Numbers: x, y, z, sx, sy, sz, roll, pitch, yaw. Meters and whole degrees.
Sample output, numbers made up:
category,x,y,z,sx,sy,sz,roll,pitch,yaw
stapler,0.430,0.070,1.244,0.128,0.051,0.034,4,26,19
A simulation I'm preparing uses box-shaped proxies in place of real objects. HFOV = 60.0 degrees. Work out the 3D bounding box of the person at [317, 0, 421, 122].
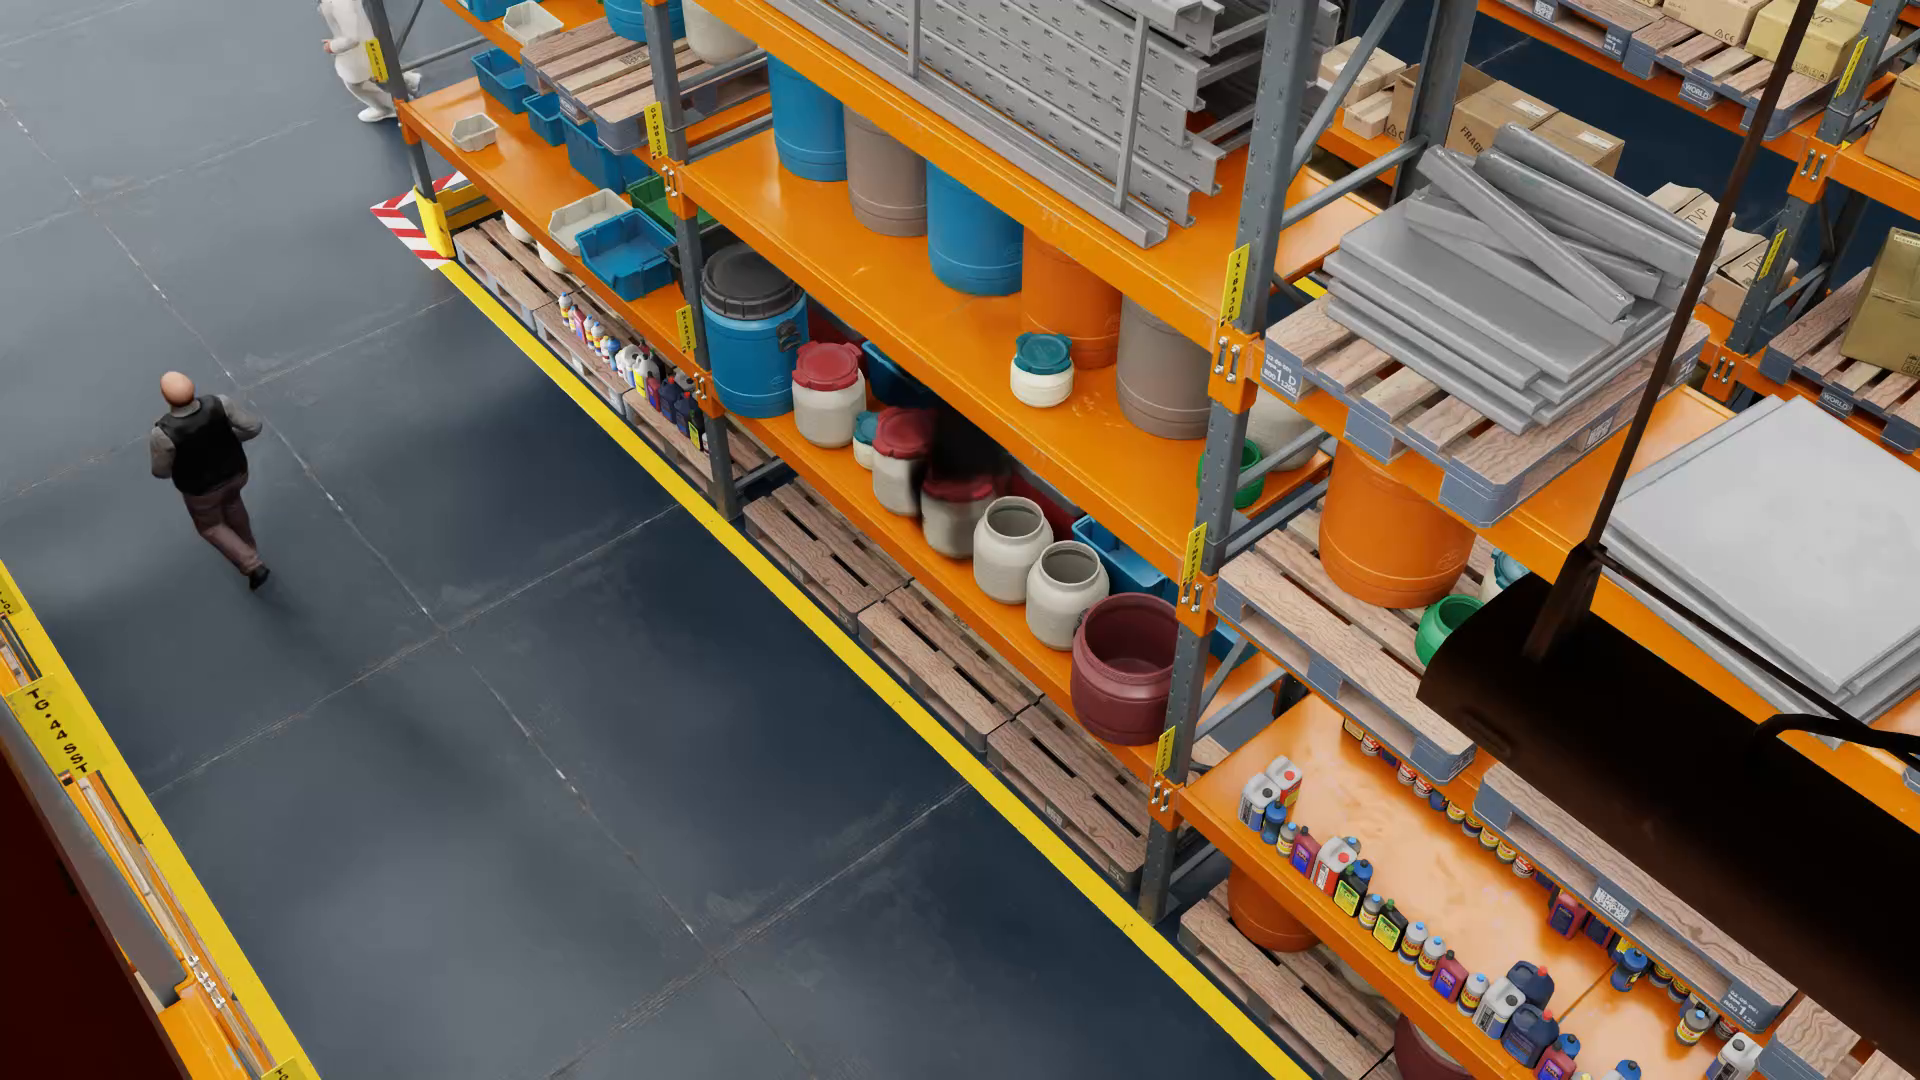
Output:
category,x,y,z,sx,sy,sz,roll,pitch,yaw
person,-4.905,-4.058,13.735,0.649,1.602,0.752,-6,47,-6

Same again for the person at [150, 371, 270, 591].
category,x,y,z,sx,sy,sz,roll,pitch,yaw
person,-4.529,-0.383,10.136,0.779,1.684,0.667,33,55,27
